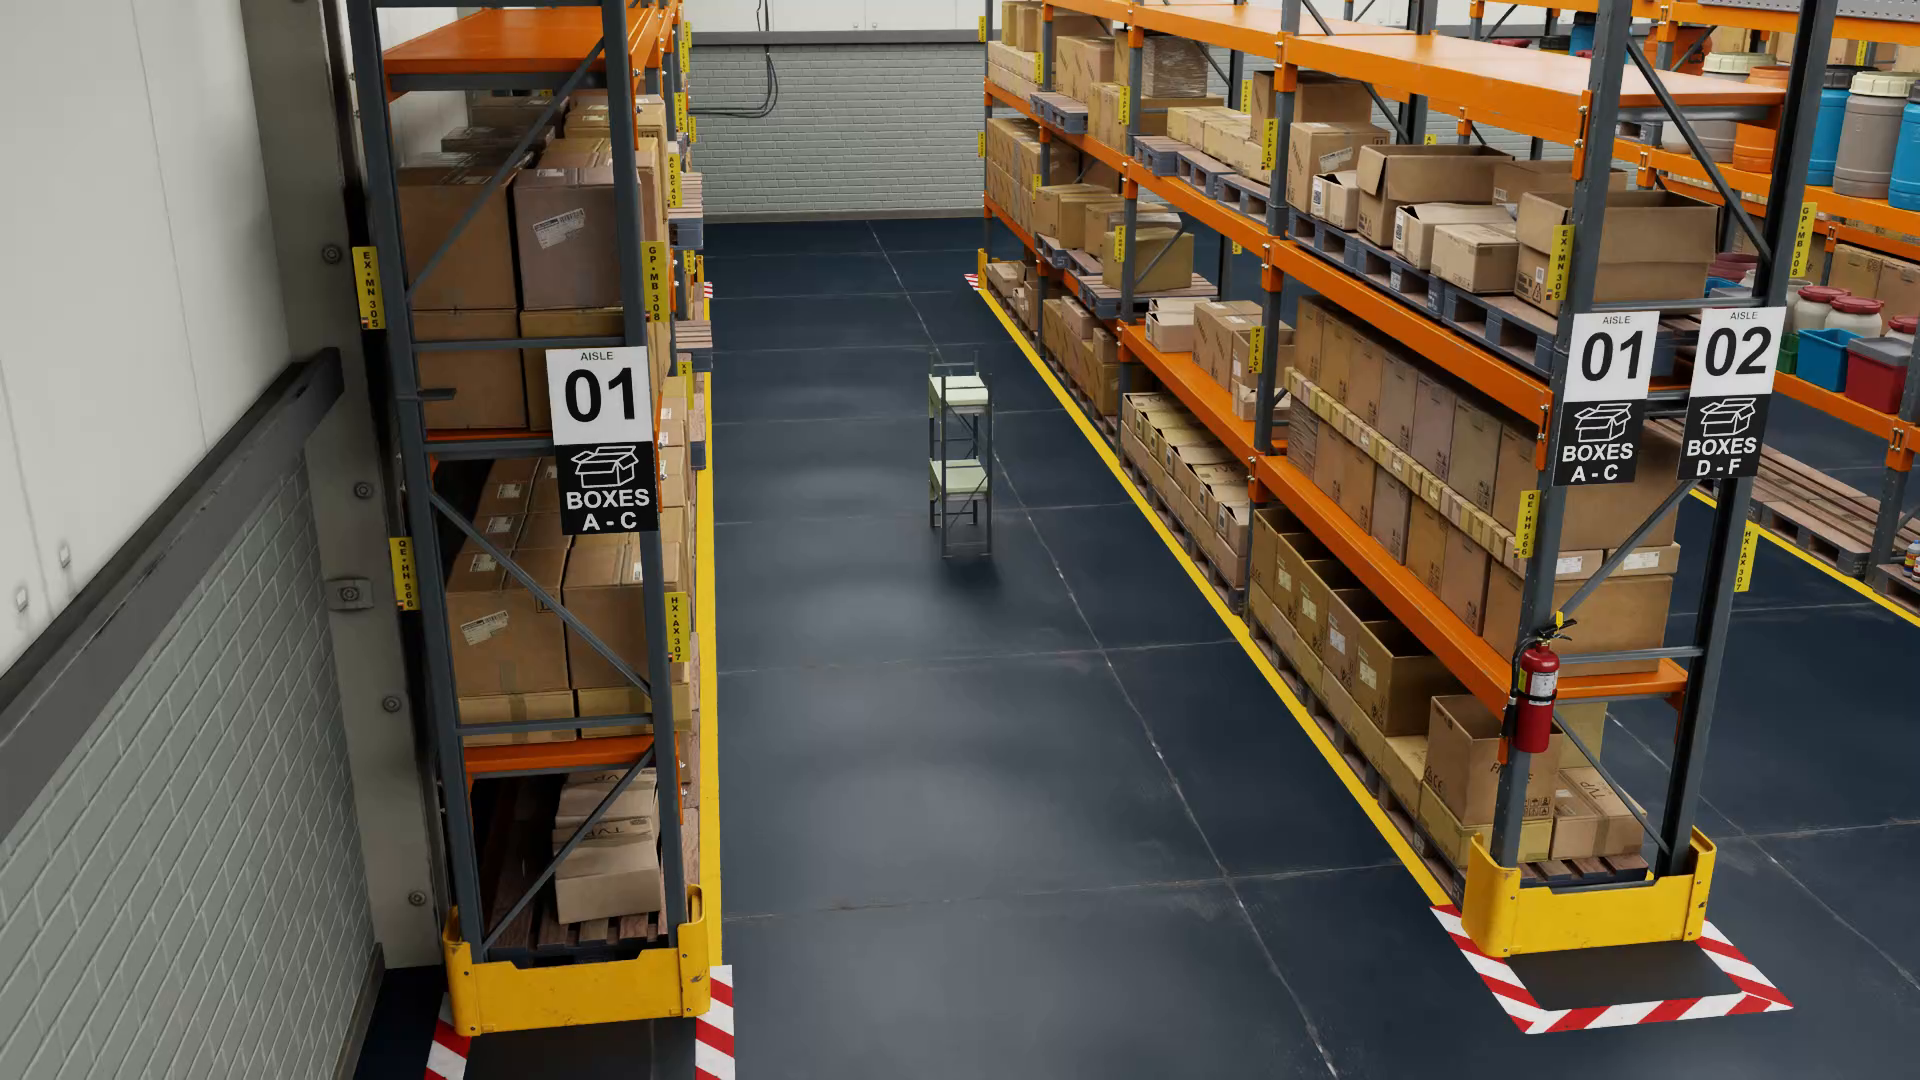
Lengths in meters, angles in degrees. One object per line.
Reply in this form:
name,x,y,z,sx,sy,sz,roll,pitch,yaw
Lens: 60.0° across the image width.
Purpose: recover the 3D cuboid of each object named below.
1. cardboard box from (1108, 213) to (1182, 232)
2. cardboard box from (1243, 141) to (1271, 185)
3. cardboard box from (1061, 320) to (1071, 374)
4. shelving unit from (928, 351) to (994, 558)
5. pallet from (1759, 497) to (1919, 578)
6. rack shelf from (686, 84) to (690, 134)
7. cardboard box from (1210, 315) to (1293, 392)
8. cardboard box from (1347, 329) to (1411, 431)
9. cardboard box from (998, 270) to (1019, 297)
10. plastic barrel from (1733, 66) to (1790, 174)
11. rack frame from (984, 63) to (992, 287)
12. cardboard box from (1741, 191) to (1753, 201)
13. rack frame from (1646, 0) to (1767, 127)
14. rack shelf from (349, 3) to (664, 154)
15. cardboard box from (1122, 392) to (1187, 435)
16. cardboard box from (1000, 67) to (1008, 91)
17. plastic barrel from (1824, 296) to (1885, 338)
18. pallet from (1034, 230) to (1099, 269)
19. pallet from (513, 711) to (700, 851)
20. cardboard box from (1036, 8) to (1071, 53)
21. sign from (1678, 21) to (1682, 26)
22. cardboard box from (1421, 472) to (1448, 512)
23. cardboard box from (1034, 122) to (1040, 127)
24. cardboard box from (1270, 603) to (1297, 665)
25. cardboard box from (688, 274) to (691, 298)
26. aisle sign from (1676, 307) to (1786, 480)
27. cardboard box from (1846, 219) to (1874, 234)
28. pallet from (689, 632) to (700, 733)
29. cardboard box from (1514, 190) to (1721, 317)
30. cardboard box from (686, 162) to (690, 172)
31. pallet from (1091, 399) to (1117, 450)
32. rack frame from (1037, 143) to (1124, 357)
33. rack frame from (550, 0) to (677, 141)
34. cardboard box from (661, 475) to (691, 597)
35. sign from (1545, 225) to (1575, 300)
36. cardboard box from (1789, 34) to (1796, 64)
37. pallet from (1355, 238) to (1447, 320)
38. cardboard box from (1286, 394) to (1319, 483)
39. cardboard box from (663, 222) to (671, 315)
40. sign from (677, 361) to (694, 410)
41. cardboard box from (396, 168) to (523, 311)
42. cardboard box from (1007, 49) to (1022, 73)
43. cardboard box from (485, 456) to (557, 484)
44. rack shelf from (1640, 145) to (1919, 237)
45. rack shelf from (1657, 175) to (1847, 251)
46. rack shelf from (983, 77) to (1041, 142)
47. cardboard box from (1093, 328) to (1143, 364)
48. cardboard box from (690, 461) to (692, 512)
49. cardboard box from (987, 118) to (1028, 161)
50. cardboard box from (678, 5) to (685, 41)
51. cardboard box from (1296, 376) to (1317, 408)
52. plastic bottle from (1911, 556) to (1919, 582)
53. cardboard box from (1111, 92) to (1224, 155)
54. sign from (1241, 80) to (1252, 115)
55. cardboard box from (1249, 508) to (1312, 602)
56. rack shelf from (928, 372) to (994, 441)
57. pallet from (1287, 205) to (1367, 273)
cardboard box,1.843,-2.992,16.697,0.700,0.500,0.500,1,20,2
cardboard box,2.404,-2.761,12.147,0.500,0.250,0.500,-5,21,-13
cardboard box,1.393,-2.093,17.976,0.500,0.500,0.500,-3,21,-7
shelving unit,0.001,-0.700,13.448,0.431,1.500,0.755,-3,21,-8
pallet,7.316,-0.037,13.514,1.003,0.211,1.213,-3,21,-8
rack shelf,-3.778,-5.104,19.837,1.077,0.370,4.000,-3,21,-8
cardboard box,2.322,-1.494,13.287,0.500,0.500,0.500,-3,21,-8
cardboard box,2.781,-0.978,10.050,0.700,0.500,0.500,-3,21,-8
cardboard box,0.777,-3.349,21.697,0.500,0.250,0.500,-3,21,-8
plastic barrel,6.889,-3.543,14.015,0.600,0.830,0.708,-3,21,-8
rack frame,0.835,-4.980,22.762,1.000,3.000,0.127,-3,21,-8
cardboard box,10.626,-4.598,22.098,0.380,0.149,0.250,-3,21,-7
rack frame,6.891,-5.269,14.962,1.000,3.000,0.127,-3,21,-8
rack shelf,-2.048,-2.353,8.188,1.077,0.370,4.000,-3,21,-8
cardboard box,1.773,-1.185,15.130,0.500,0.311,0.500,-2,21,-6
cardboard box,0.791,-5.777,20.824,0.500,0.250,0.500,-3,21,-8
plastic barrel,7.441,-1.734,13.876,0.433,0.535,0.433,0,20,0
pallet,1.419,-3.223,18.332,1.003,0.211,1.213,-3,21,-8
pallet,-2.025,1.386,9.702,1.003,0.211,1.213,-3,21,-8
cardboard box,1.294,-6.035,19.728,0.700,0.500,0.500,-3,21,-8
sign,10.089,-7.304,23.335,0.100,0.325,0.005,-3,21,-8
cardboard box,2.750,-0.271,9.084,0.380,0.149,0.250,-2,21,-6
cardboard box,1.245,-5.180,21.726,0.500,0.500,0.500,-2,21,-6
cardboard box,2.399,0.616,11.111,0.500,0.250,0.500,-3,21,-8
cardboard box,-2.796,-2.517,15.572,0.500,0.500,0.500,-2,21,-6
aisle sign,3.454,-0.651,7.456,0.394,0.787,0.004,-3,21,-8
cardboard box,11.034,-3.968,19.911,0.500,0.500,0.500,-3,21,-8
pallet,-2.205,0.963,10.836,1.003,0.211,1.213,-3,21,-8
cardboard box,3.063,-1.355,7.822,0.797,0.503,0.637,-1,21,-4
cardboard box,-3.766,-4.177,20.185,0.980,0.700,0.700,-4,21,-10
pallet,1.918,-1.164,16.531,1.003,0.211,1.213,-3,21,-8
rack frame,1.412,-3.595,19.054,1.000,3.000,0.127,-3,21,-8
rack frame,-2.913,-4.769,13.624,1.000,3.000,0.127,-3,21,-8
cardboard box,-1.661,-0.011,8.572,0.500,0.500,0.500,-4,21,-10
sign,2.603,-1.200,7.204,0.100,0.325,0.005,-3,21,-8
cardboard box,10.970,-6.243,20.972,0.700,0.500,0.500,-2,21,-5
pallet,2.886,-1.473,9.213,1.003,0.211,1.213,-3,21,-8
cardboard box,2.635,-0.719,11.210,0.700,0.500,0.500,-3,21,-9
cardboard box,-1.841,-1.507,9.006,0.500,0.500,0.500,-4,21,-10
sign,-1.800,-1.009,10.895,0.100,0.325,0.005,-3,21,-8
cardboard box,-2.081,-1.255,6.901,0.500,0.500,0.500,-2,21,-5
cardboard box,0.863,-5.838,20.274,0.500,0.250,0.500,-3,21,-8
cardboard box,-2.252,-0.160,8.971,0.500,0.500,0.500,-3,21,-7
rack shelf,7.179,-2.834,13.758,1.077,0.370,4.000,-3,21,-8
rack shelf,10.927,-4.449,22.368,1.077,0.370,4.000,-3,21,-8
rack shelf,1.124,-5.356,20.509,1.077,0.370,4.000,-3,21,-8
cardboard box,1.609,-1.928,16.462,0.500,0.250,0.500,-2,21,-6
cardboard box,-1.968,-0.364,10.590,0.500,0.250,0.500,-3,21,-8
cardboard box,0.638,-5.328,22.123,0.500,0.500,0.500,-2,21,-6
cardboard box,-3.629,-6.245,20.262,0.500,0.500,0.500,-2,21,-6
cardboard box,2.449,-0.986,10.999,0.380,0.149,0.250,-3,21,-7
plastic bottle,7.094,0.199,12.267,0.097,0.201,0.097,0,20,0
cardboard box,1.892,-3.811,15.204,0.910,0.500,0.500,-3,21,-8
sign,2.539,-3.920,14.784,0.100,0.325,0.005,-3,21,-8
cardboard box,2.322,0.091,11.442,0.500,0.500,0.500,-3,21,-8
rack shelf,0.001,-1.066,13.311,0.431,0.370,0.720,-3,21,-8
pallet,2.714,-1.895,10.341,1.003,0.211,1.213,-3,21,-8
